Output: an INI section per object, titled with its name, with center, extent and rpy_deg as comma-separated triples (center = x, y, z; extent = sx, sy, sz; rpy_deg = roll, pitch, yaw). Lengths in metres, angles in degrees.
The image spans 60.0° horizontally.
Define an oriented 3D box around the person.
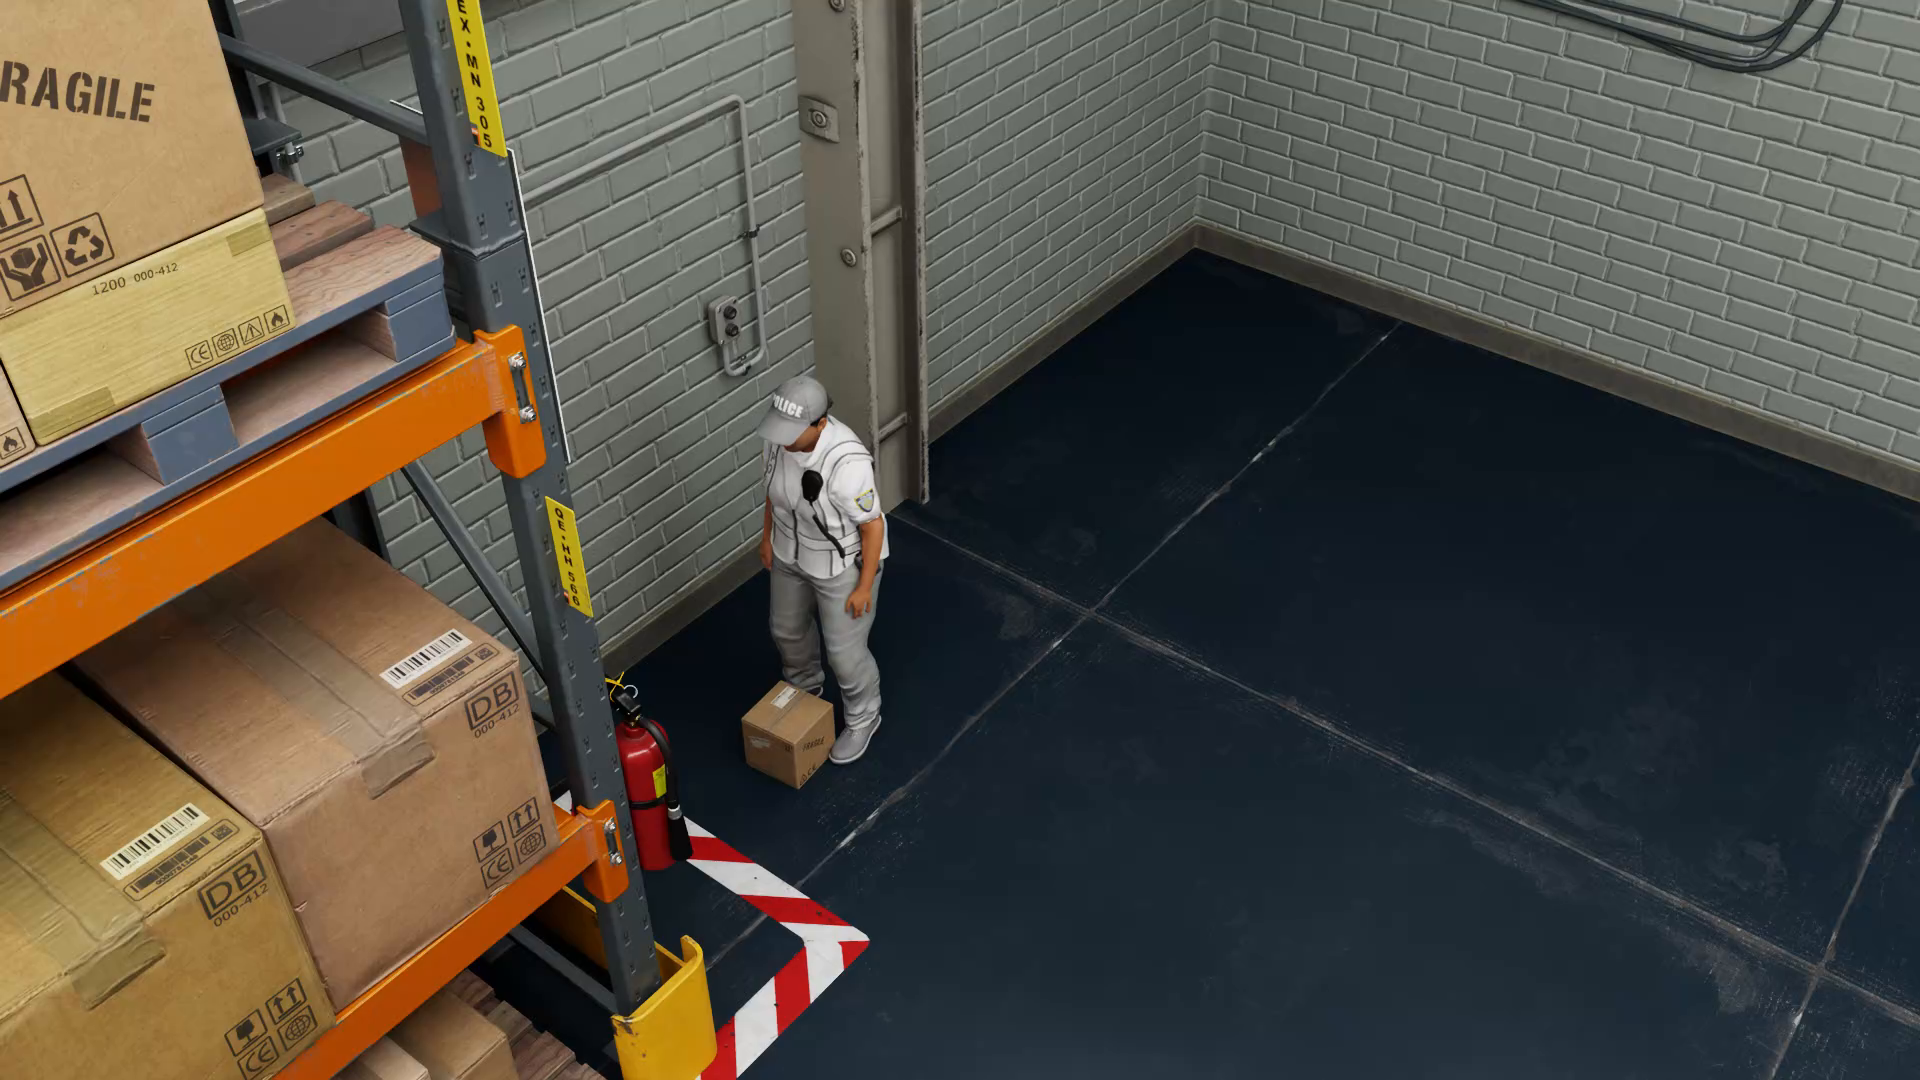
[person]
center = -0.519, 0.084, 6.045
extent = 0.540, 1.667, 0.467
rpy_deg = 26, 46, 28
